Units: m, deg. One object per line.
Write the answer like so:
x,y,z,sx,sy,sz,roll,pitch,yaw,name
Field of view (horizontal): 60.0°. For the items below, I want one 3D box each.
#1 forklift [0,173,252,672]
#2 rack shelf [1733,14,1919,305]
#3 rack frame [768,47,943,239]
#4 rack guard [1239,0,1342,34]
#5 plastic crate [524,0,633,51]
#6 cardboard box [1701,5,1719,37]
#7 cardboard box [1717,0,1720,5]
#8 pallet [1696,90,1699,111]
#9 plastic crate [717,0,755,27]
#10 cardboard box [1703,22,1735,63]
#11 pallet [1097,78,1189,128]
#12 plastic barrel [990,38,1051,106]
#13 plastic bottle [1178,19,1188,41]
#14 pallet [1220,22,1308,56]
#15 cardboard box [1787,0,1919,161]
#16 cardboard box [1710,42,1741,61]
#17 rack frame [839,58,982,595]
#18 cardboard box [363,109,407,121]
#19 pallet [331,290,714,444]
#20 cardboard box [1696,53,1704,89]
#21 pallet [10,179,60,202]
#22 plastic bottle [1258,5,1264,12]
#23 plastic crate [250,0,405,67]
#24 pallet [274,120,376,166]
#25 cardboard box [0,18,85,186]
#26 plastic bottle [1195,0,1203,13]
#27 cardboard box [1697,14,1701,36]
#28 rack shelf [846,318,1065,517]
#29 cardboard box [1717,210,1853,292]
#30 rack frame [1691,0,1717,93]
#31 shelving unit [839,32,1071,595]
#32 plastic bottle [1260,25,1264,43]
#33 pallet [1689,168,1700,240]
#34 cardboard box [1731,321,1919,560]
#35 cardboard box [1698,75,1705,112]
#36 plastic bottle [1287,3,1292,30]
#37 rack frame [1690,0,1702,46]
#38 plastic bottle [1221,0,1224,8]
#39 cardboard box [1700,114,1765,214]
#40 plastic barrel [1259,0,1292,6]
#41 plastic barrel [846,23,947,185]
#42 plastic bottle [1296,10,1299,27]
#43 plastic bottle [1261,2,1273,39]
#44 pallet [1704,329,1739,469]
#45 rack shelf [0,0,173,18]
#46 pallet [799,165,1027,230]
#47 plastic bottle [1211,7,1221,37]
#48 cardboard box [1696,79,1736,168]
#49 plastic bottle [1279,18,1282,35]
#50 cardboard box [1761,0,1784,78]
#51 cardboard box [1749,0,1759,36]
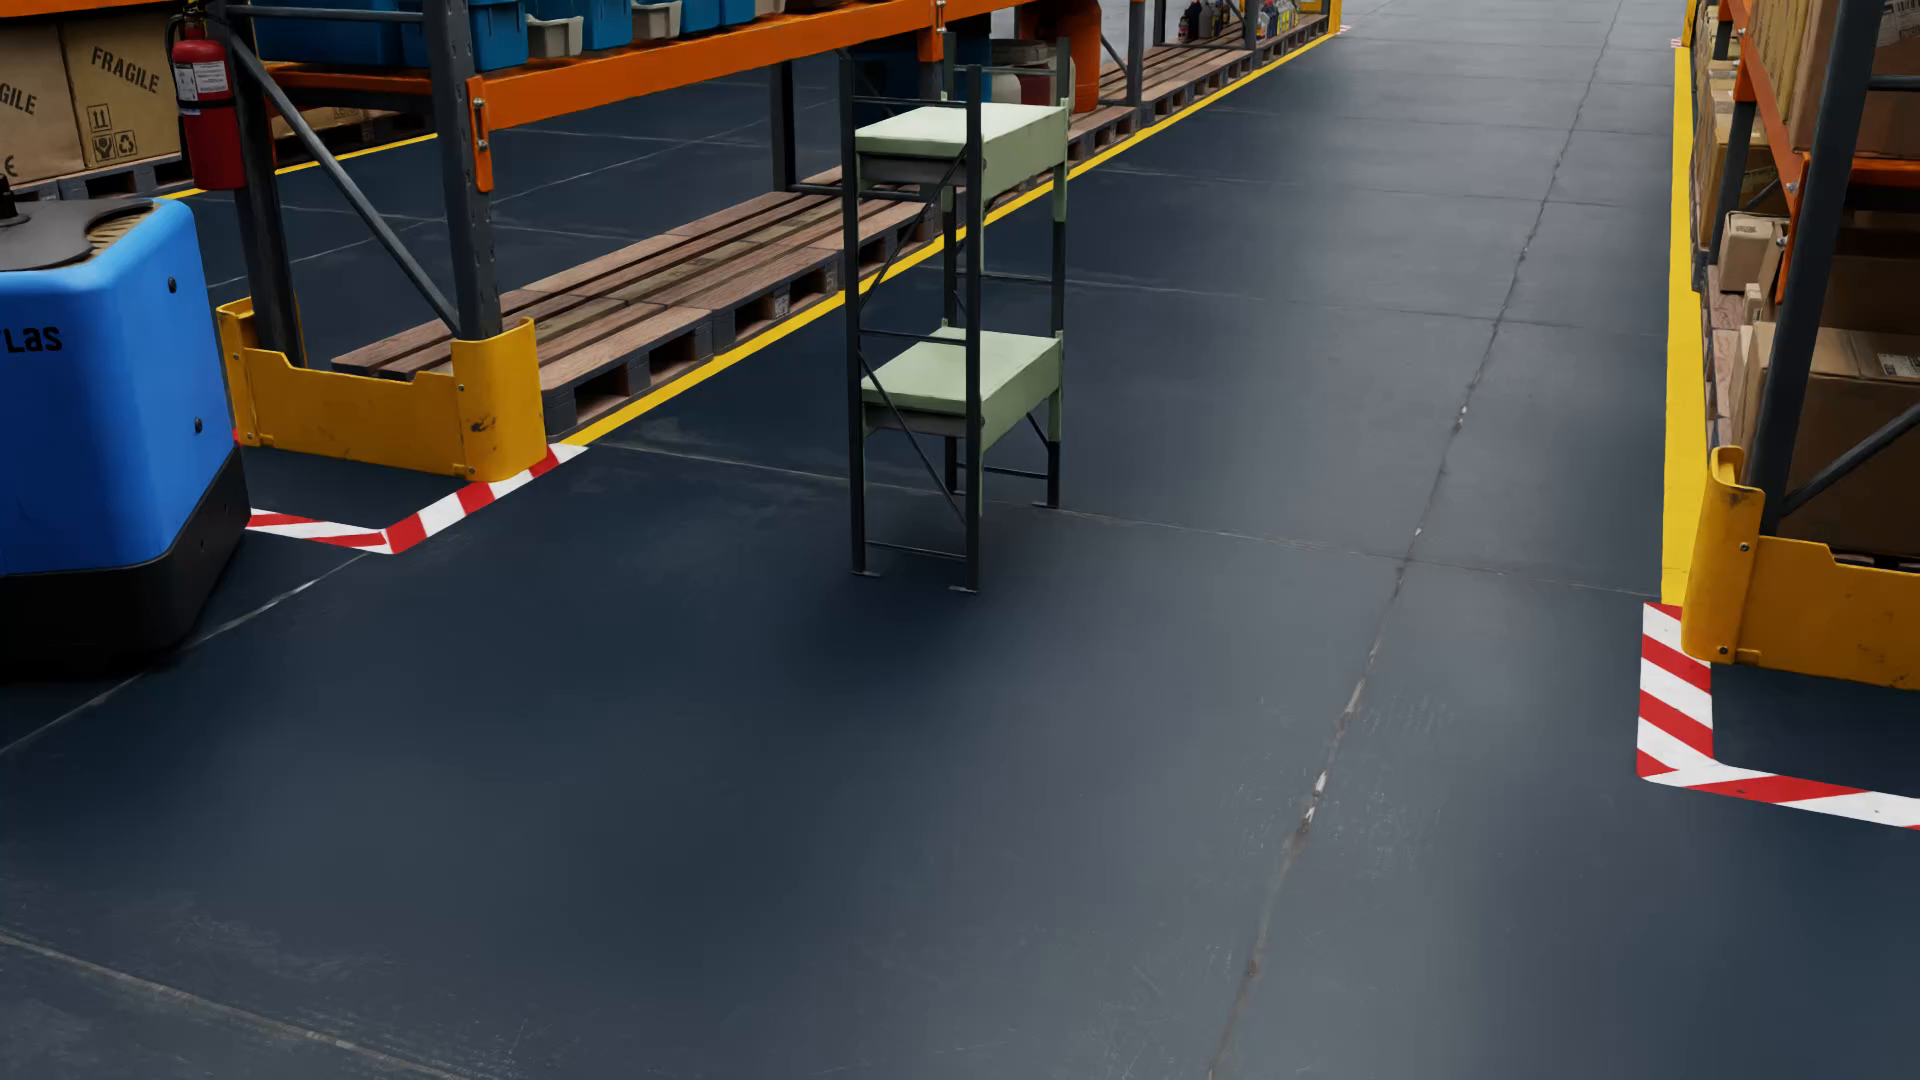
-3.641,-1.089,4.055,3.031,2.935,1.130,-4,23,-10,forklift
3.270,-1.401,5.646,1.077,0.370,4.000,9,24,20,rack shelf
-0.584,-3.159,8.922,1.000,3.000,0.127,9,24,20,rack frame
3.889,-6.266,19.603,1.175,0.500,0.348,9,24,20,rack guard
-1.428,-1.955,6.178,0.416,0.233,0.300,9,24,20,plastic crate
6.600,-4.383,14.147,0.500,0.311,0.500,9,24,20,cardboard box
7.151,-4.957,15.275,0.500,0.500,0.500,9,24,20,cardboard box
6.748,-3.756,13.967,1.003,0.211,1.213,9,24,20,pallet
-1.072,-2.298,6.999,0.416,0.233,0.300,9,24,20,plastic crate
6.030,-3.833,12.829,0.500,0.311,0.500,9,24,22,cardboard box
1.225,-3.576,13.536,1.003,0.211,1.213,9,24,20,pallet
0.316,-3.090,11.340,0.600,0.588,0.708,9,24,20,plastic barrel
2.233,-5.108,16.648,0.097,0.201,0.097,0,23,0,plastic bottle
3.127,-5.408,17.923,1.003,0.211,1.213,9,24,20,pallet
2.441,-1.263,4.252,0.500,0.500,0.500,10,25,22,cardboard box
5.465,-3.287,11.522,0.500,0.311,0.500,9,24,21,cardboard box
-0.133,-0.563,4.653,0.400,1.500,0.023,9,24,20,rack frame
-4.633,-3.633,12.269,1.225,0.875,0.875,8,24,18,cardboard box
-1.728,-0.731,6.725,1.003,0.211,1.213,9,24,20,pallet
6.224,-3.759,13.381,0.500,0.250,0.500,8,24,18,cardboard box
-5.990,-1.883,9.483,1.003,0.211,1.213,9,24,20,pallet
3.154,-5.430,17.320,0.152,0.276,0.135,9,24,20,plastic bottle
-2.119,-1.918,5.827,0.616,0.435,0.499,9,24,20,plastic crate
-4.966,-2.869,11.844,1.003,0.211,1.213,9,24,20,pallet
-5.837,-2.535,9.639,0.875,0.875,0.875,9,24,20,cardboard box
2.430,-5.343,17.016,0.144,0.351,0.185,8,24,17,plastic bottle
7.697,-5.150,16.709,0.500,0.250,0.500,9,24,20,cardboard box
0.002,-0.394,5.092,0.431,0.370,0.720,9,24,20,rack shelf
3.657,-1.292,7.369,0.500,0.311,0.500,9,24,20,cardboard box
6.985,-5.312,14.074,1.000,3.000,0.127,9,24,20,rack frame
0.002,-0.694,4.967,0.431,1.500,0.755,9,24,20,shelving unit
2.950,-5.021,16.440,0.097,0.201,0.097,0,23,0,plastic bottle
4.732,-1.897,9.517,1.003,0.211,1.213,9,24,20,pallet
2.501,-0.297,4.741,0.500,0.500,0.500,9,24,20,cardboard box
5.656,-3.213,12.074,0.500,0.250,0.500,8,24,19,cardboard box
3.427,-5.544,17.593,0.152,0.276,0.135,8,24,19,plastic bottle
8.471,-6.743,17.501,1.000,3.000,0.127,9,24,20,rack frame
2.809,-5.721,18.007,0.061,0.283,0.133,9,24,21,plastic bottle
4.122,-1.892,8.559,0.500,0.500,0.500,9,24,20,cardboard box
3.513,-6.073,18.581,0.421,0.512,0.421,0,23,0,plastic barrel
-0.366,-2.577,9.705,0.600,0.901,0.708,9,24,20,plastic barrel
3.598,-5.645,17.933,0.097,0.201,0.097,0,23,0,plastic bottle
3.072,-5.232,16.750,0.144,0.351,0.185,9,24,21,plastic bottle
3.306,-0.478,6.121,1.003,0.211,1.213,9,24,20,pallet
-5.926,-2.821,9.044,1.077,0.370,4.000,9,24,20,rack shelf
-0.259,-2.143,10.106,1.003,0.211,1.213,9,24,20,pallet
2.577,-5.296,17.001,0.152,0.276,0.135,9,24,20,plastic bottle
4.685,-2.441,9.874,0.500,0.500,0.500,8,24,19,cardboard box
3.269,-5.329,17.175,0.097,0.201,0.097,0,23,0,plastic bottle
3.008,-1.807,5.554,0.500,0.500,0.500,8,24,19,cardboard box
3.571,-2.352,6.858,0.500,0.500,0.500,9,24,21,cardboard box
